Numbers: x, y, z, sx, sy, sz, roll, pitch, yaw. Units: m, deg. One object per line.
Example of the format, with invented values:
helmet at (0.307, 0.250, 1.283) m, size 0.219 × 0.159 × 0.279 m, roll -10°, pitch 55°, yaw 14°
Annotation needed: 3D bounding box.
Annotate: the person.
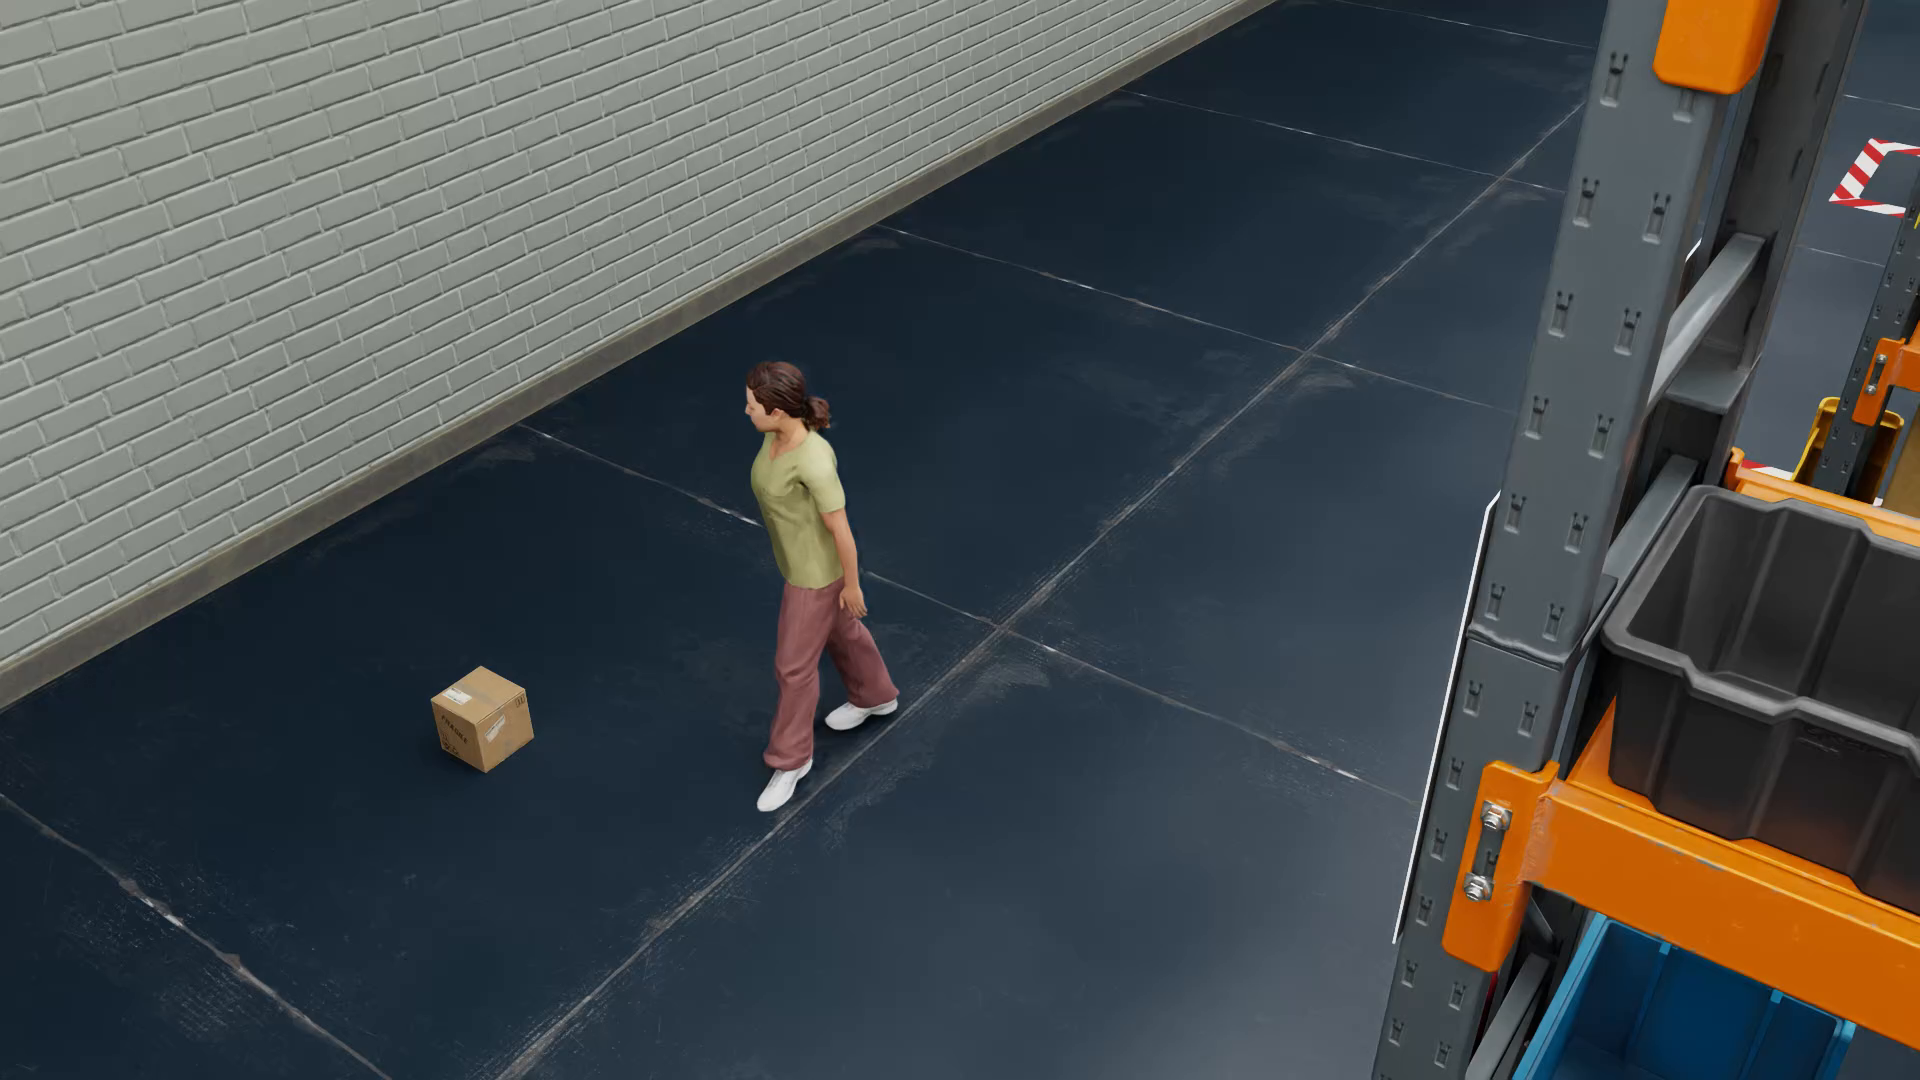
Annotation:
person at (-0.536, 0.116, 5.998) m, size 0.685 × 1.689 × 0.549 m, roll -14°, pitch 37°, yaw -19°
